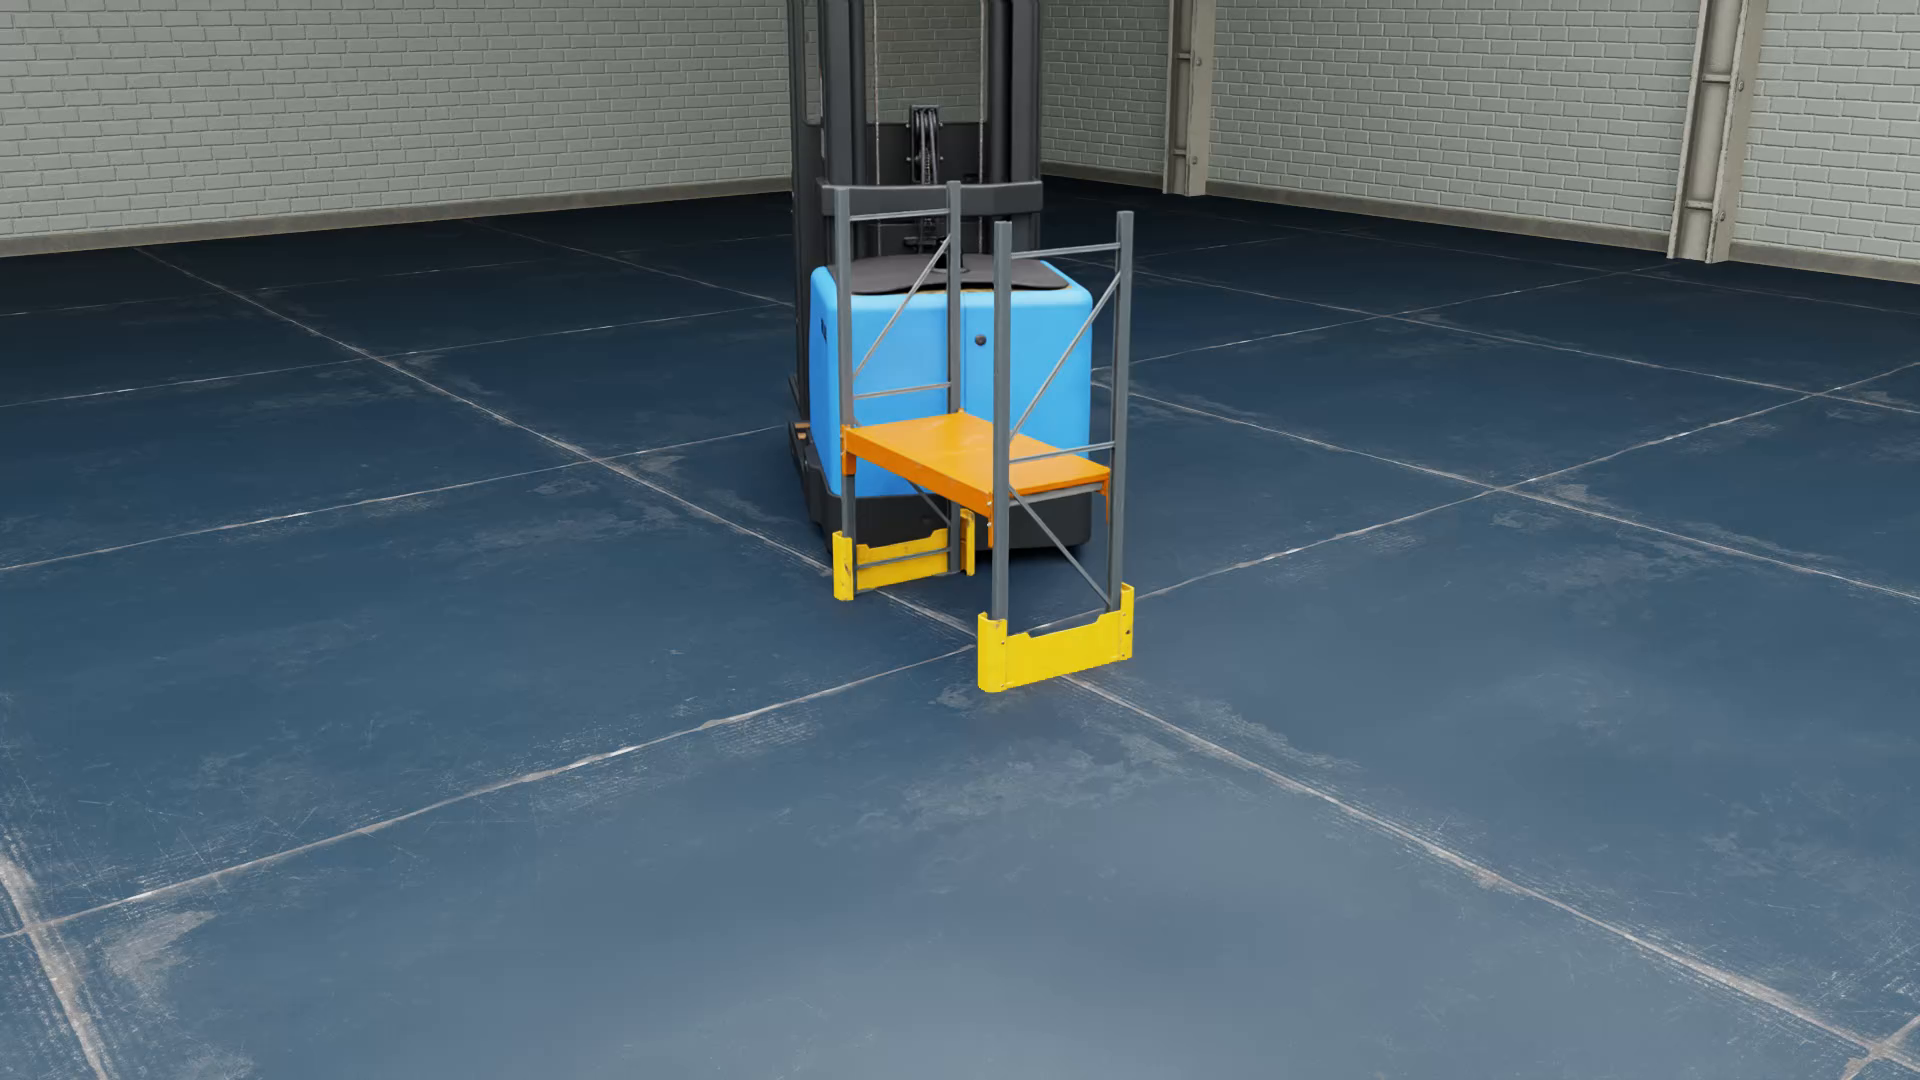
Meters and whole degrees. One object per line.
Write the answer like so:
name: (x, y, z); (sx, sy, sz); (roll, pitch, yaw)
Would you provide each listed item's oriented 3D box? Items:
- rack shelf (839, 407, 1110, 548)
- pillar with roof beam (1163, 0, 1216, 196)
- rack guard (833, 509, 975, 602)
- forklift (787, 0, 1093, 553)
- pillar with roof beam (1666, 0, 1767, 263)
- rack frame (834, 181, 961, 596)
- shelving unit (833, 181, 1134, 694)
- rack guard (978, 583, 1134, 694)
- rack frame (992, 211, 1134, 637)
rack shelf: (0.053, -0.238, 5.766); (0.538, 0.185, 1.000); (-11, 21, -30)
pillar with roof beam: (-0.877, -7.282, 14.537); (9.100, 9.000, 0.400); (-14, 23, -36)
rack guard: (-0.206, 0.055, 6.300); (0.587, 0.250, 0.087); (-11, 21, -30)
forklift: (-0.230, -1.748, 7.477); (1.130, 2.935, 3.031); (-3, 19, -9)
pillar with roof beam: (2.848, -5.803, 10.072); (9.100, 9.000, 0.400); (-14, 23, -36)
rack frame: (-0.217, -0.544, 6.119); (0.500, 1.500, 0.032); (-11, 21, -30)
shelving unit: (0.057, -0.406, 5.703); (0.587, 1.500, 1.083); (-11, 21, -30)
rack guard: (0.321, 0.320, 5.498); (0.587, 0.250, 0.087); (-11, 21, -30)
rack frame: (0.322, -0.273, 5.301); (0.500, 1.500, 0.032); (-11, 21, -30)
